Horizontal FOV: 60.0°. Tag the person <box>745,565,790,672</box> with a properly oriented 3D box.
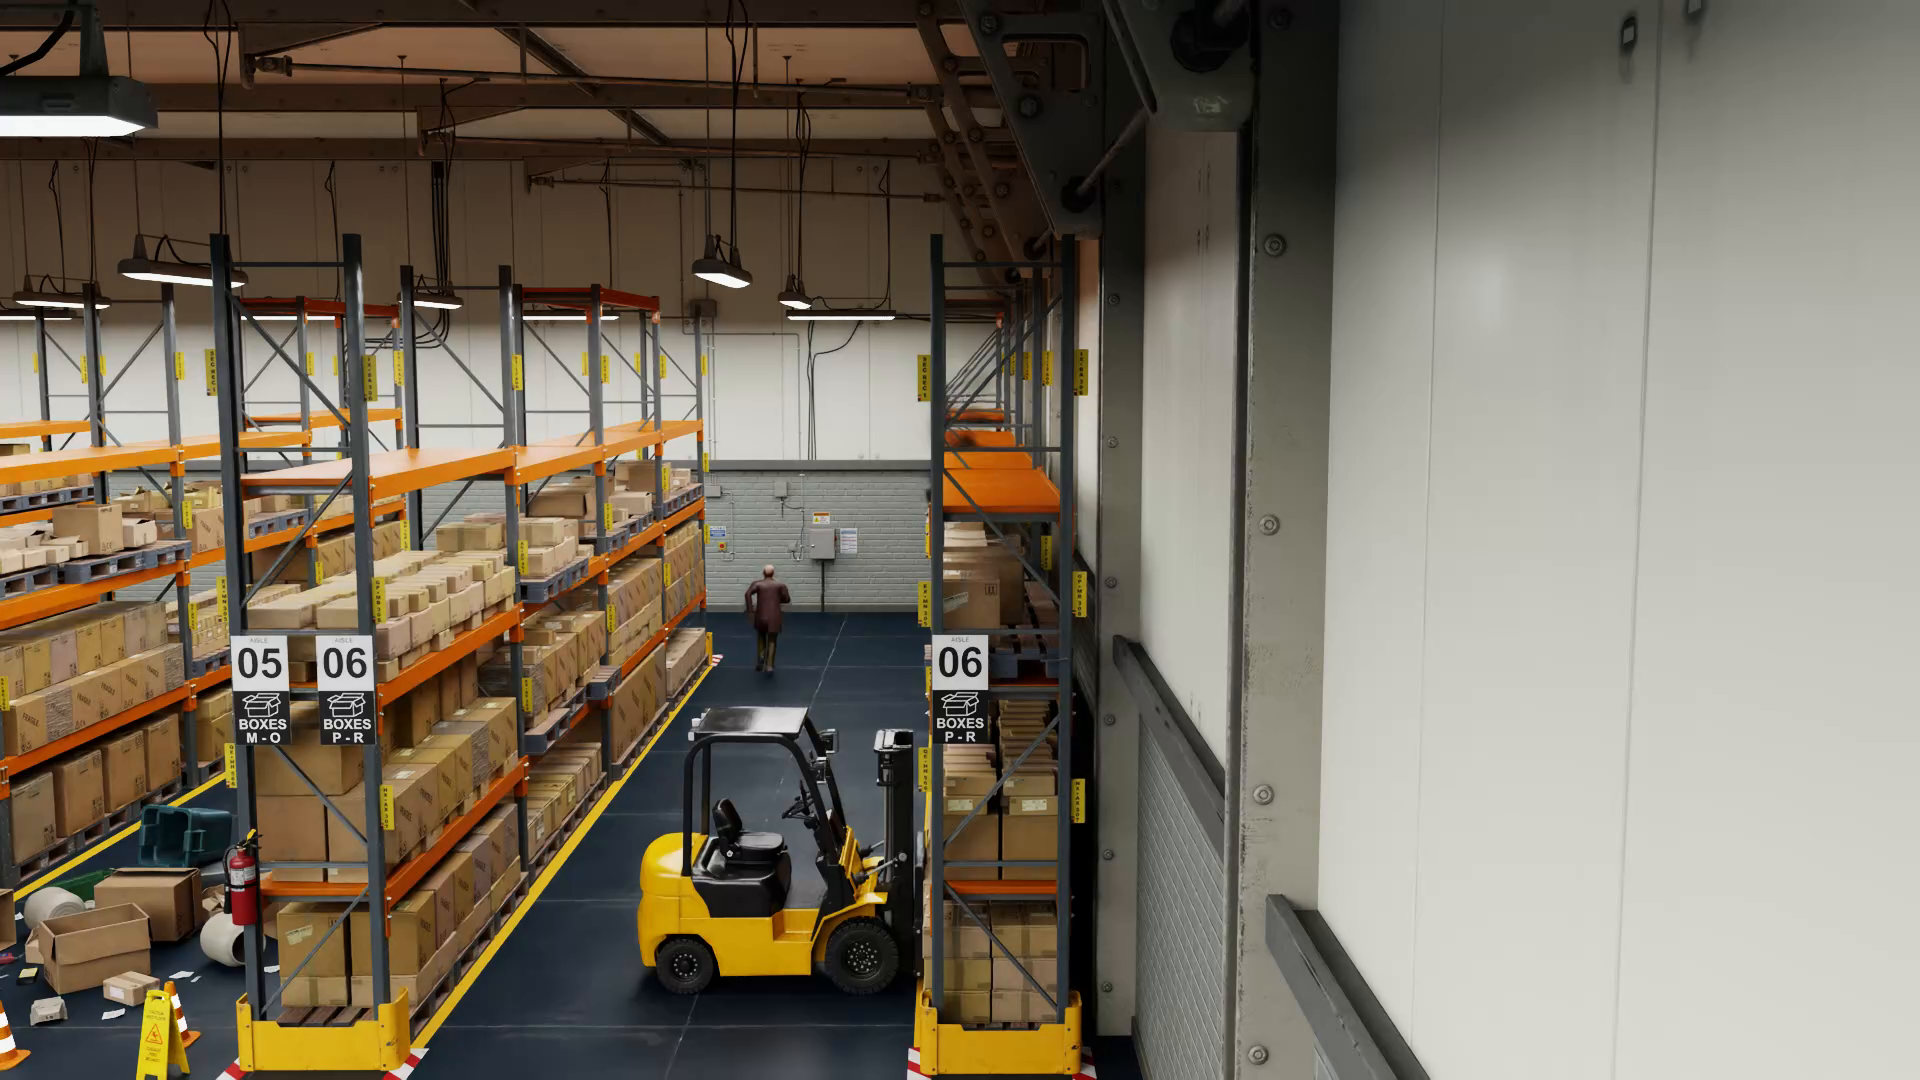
[{"bbox_3d":[-3.137,1.299,27.195,0.727,1.787,0.868,0,6,-3],"label":"person"}]
